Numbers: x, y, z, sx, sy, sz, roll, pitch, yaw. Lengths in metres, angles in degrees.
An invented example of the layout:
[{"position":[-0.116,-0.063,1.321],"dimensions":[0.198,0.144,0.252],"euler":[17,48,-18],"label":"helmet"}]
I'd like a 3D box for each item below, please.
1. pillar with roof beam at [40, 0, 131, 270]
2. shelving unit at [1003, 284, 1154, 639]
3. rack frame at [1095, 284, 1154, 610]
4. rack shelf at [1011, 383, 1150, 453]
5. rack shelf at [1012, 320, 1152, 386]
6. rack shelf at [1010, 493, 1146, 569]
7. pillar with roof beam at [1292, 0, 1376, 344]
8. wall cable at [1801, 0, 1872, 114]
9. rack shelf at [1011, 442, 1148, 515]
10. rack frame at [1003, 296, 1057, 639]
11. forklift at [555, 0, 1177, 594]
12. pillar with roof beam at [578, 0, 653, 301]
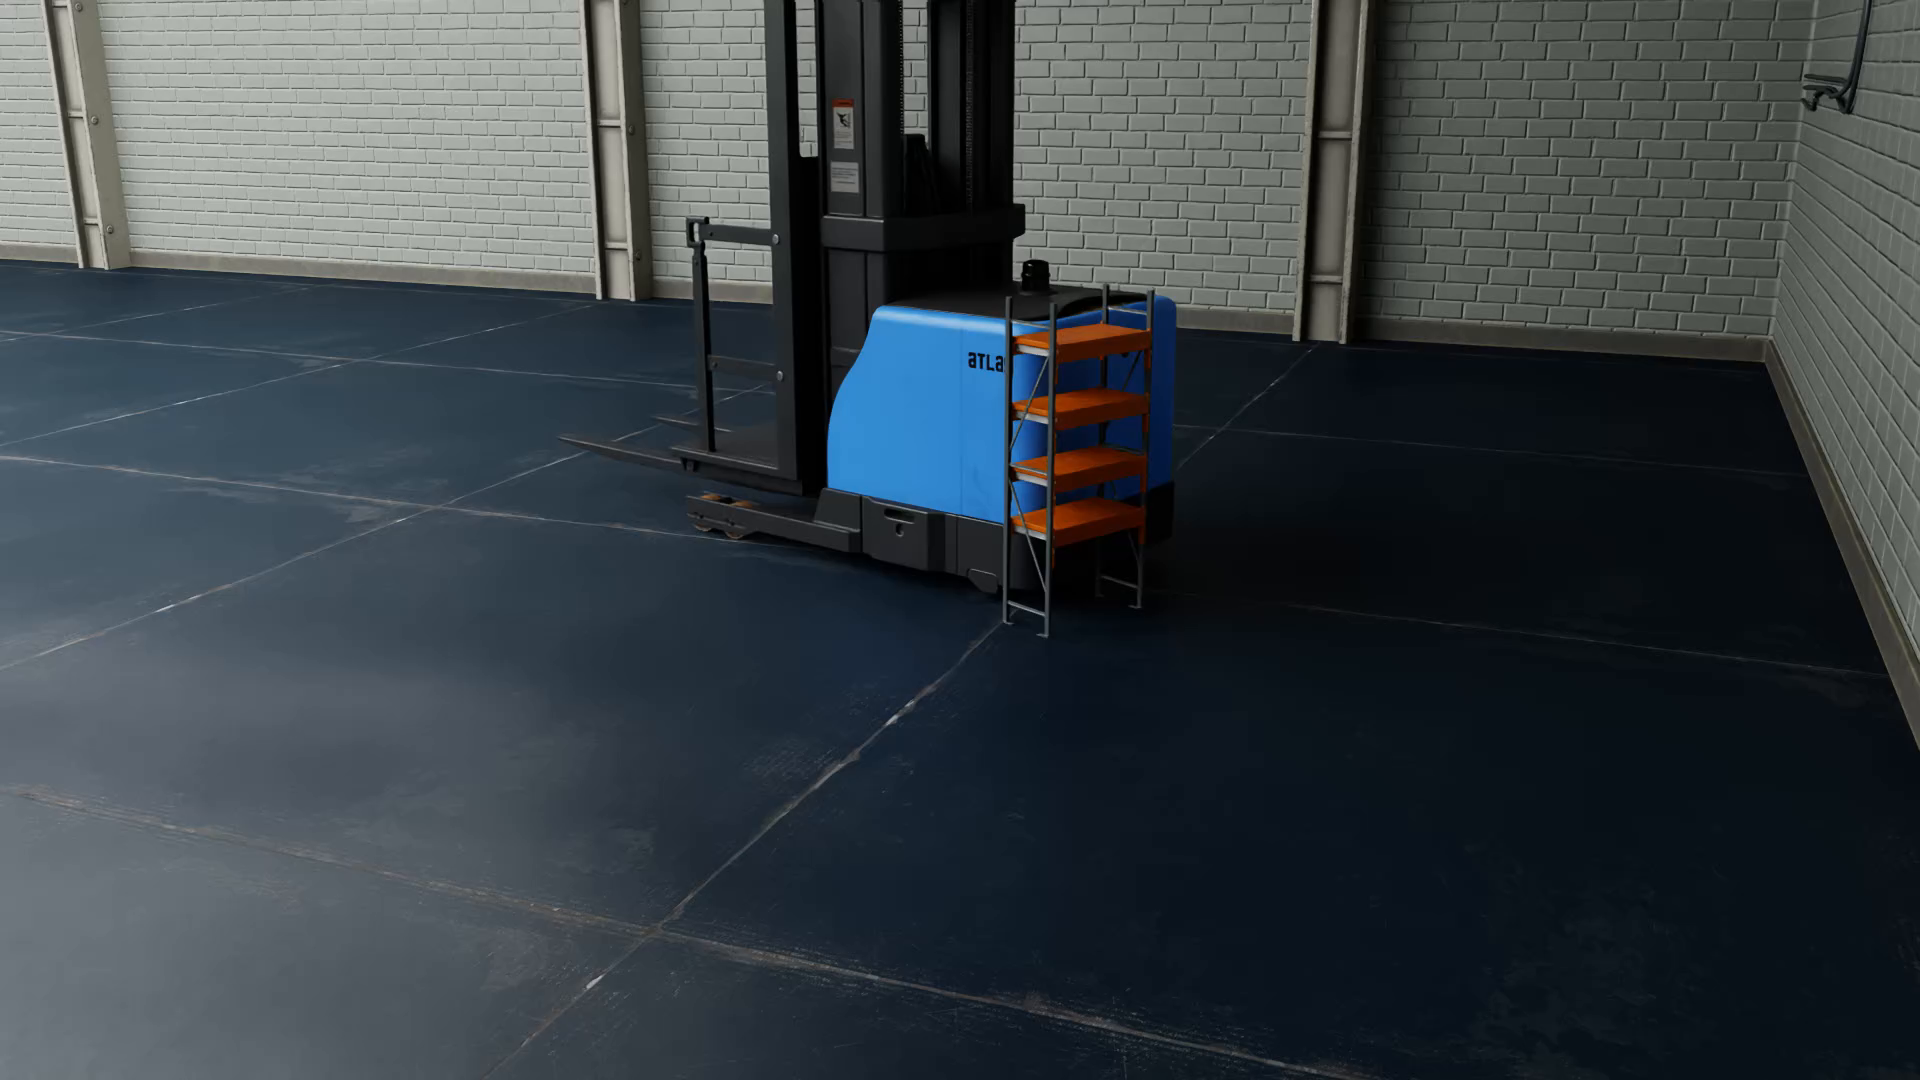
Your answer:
[{"position":[-10.059,-5.918,11.418],"dimensions":[0.400,9.000,9.100],"euler":[6,17,21],"label":"pillar with roof beam"},{"position":[0.426,-0.293,6.031],"dimensions":[0.503,1.200,0.258],"euler":[-14,21,-40],"label":"shelving unit"},{"position":[0.608,-0.338,6.186],"dimensions":[0.015,1.200,0.240],"euler":[-14,21,-40],"label":"rack frame"},{"position":[0.426,-0.443,5.987],"dimensions":[0.480,0.148,0.258],"euler":[-14,21,-40],"label":"rack shelf"},{"position":[0.426,-0.670,5.921],"dimensions":[0.480,0.148,0.258],"euler":[-14,21,-40],"label":"rack shelf"},{"position":[0.425,-0.038,6.105],"dimensions":[0.480,0.148,0.258],"euler":[-14,21,-40],"label":"rack shelf"},{"position":[1.105,-4.690,7.189],"dimensions":[0.400,9.000,9.100],"euler":[6,17,21],"label":"pillar with roof beam"},{"position":[4.939,-3.671,9.249],"dimensions":[0.112,2.526,3.097],"euler":[6,17,21],"label":"wall cable"},{"position":[0.426,-0.229,6.050],"dimensions":[0.480,0.148,0.258],"euler":[-14,21,-40],"label":"rack shelf"},{"position":[0.243,-0.248,5.875],"dimensions":[0.015,1.200,0.240],"euler":[-14,21,-40],"label":"rack frame"},{"position":[-0.581,-1.512,7.124],"dimensions":[3.031,2.935,1.130],"euler":[12,20,36],"label":"forklift"},{"position":[-4.477,-5.304,9.304],"dimensions":[0.400,9.000,9.100],"euler":[6,17,21],"label":"pillar with roof beam"}]
